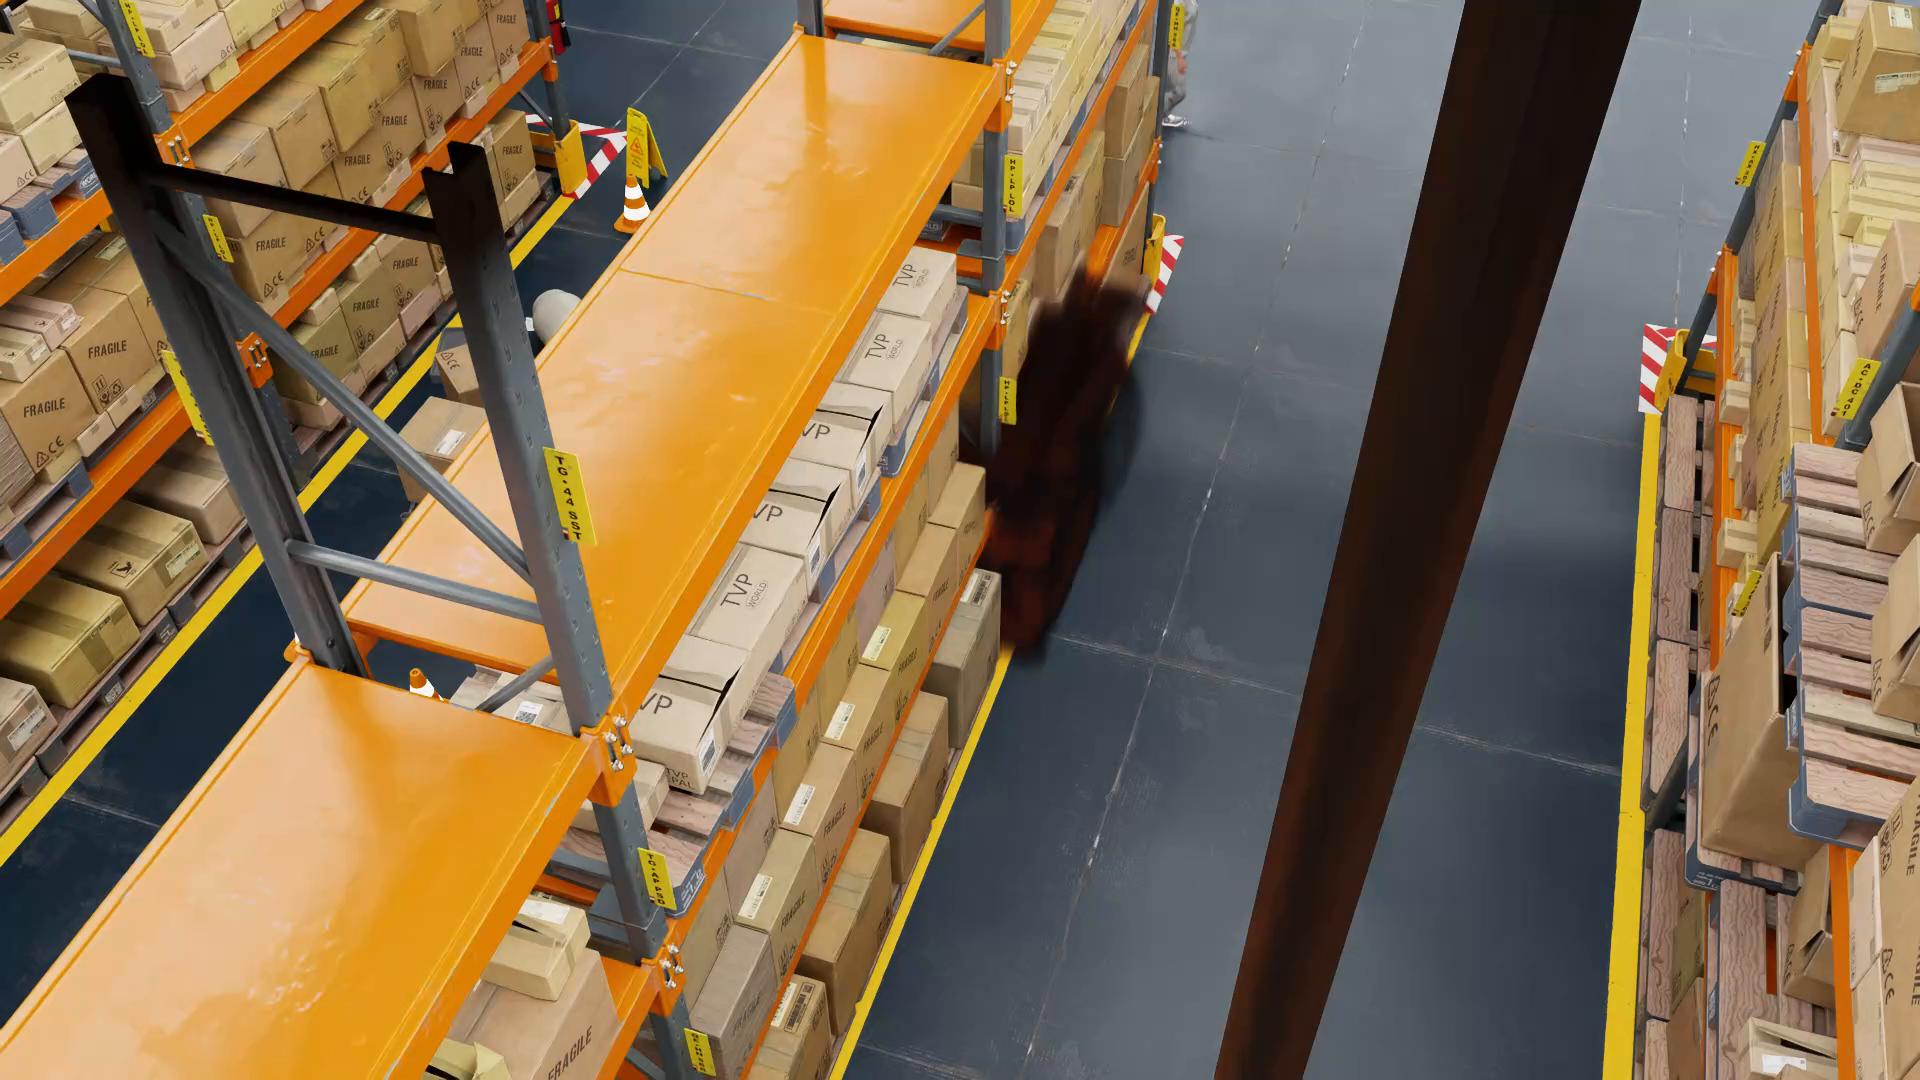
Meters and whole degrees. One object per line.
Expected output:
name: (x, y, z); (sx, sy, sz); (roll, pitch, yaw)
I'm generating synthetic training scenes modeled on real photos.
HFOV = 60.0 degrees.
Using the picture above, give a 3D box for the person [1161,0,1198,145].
person: (1.779, -4.115, 14.020); (0.354, 1.603, 0.485); (9, 46, 9)
